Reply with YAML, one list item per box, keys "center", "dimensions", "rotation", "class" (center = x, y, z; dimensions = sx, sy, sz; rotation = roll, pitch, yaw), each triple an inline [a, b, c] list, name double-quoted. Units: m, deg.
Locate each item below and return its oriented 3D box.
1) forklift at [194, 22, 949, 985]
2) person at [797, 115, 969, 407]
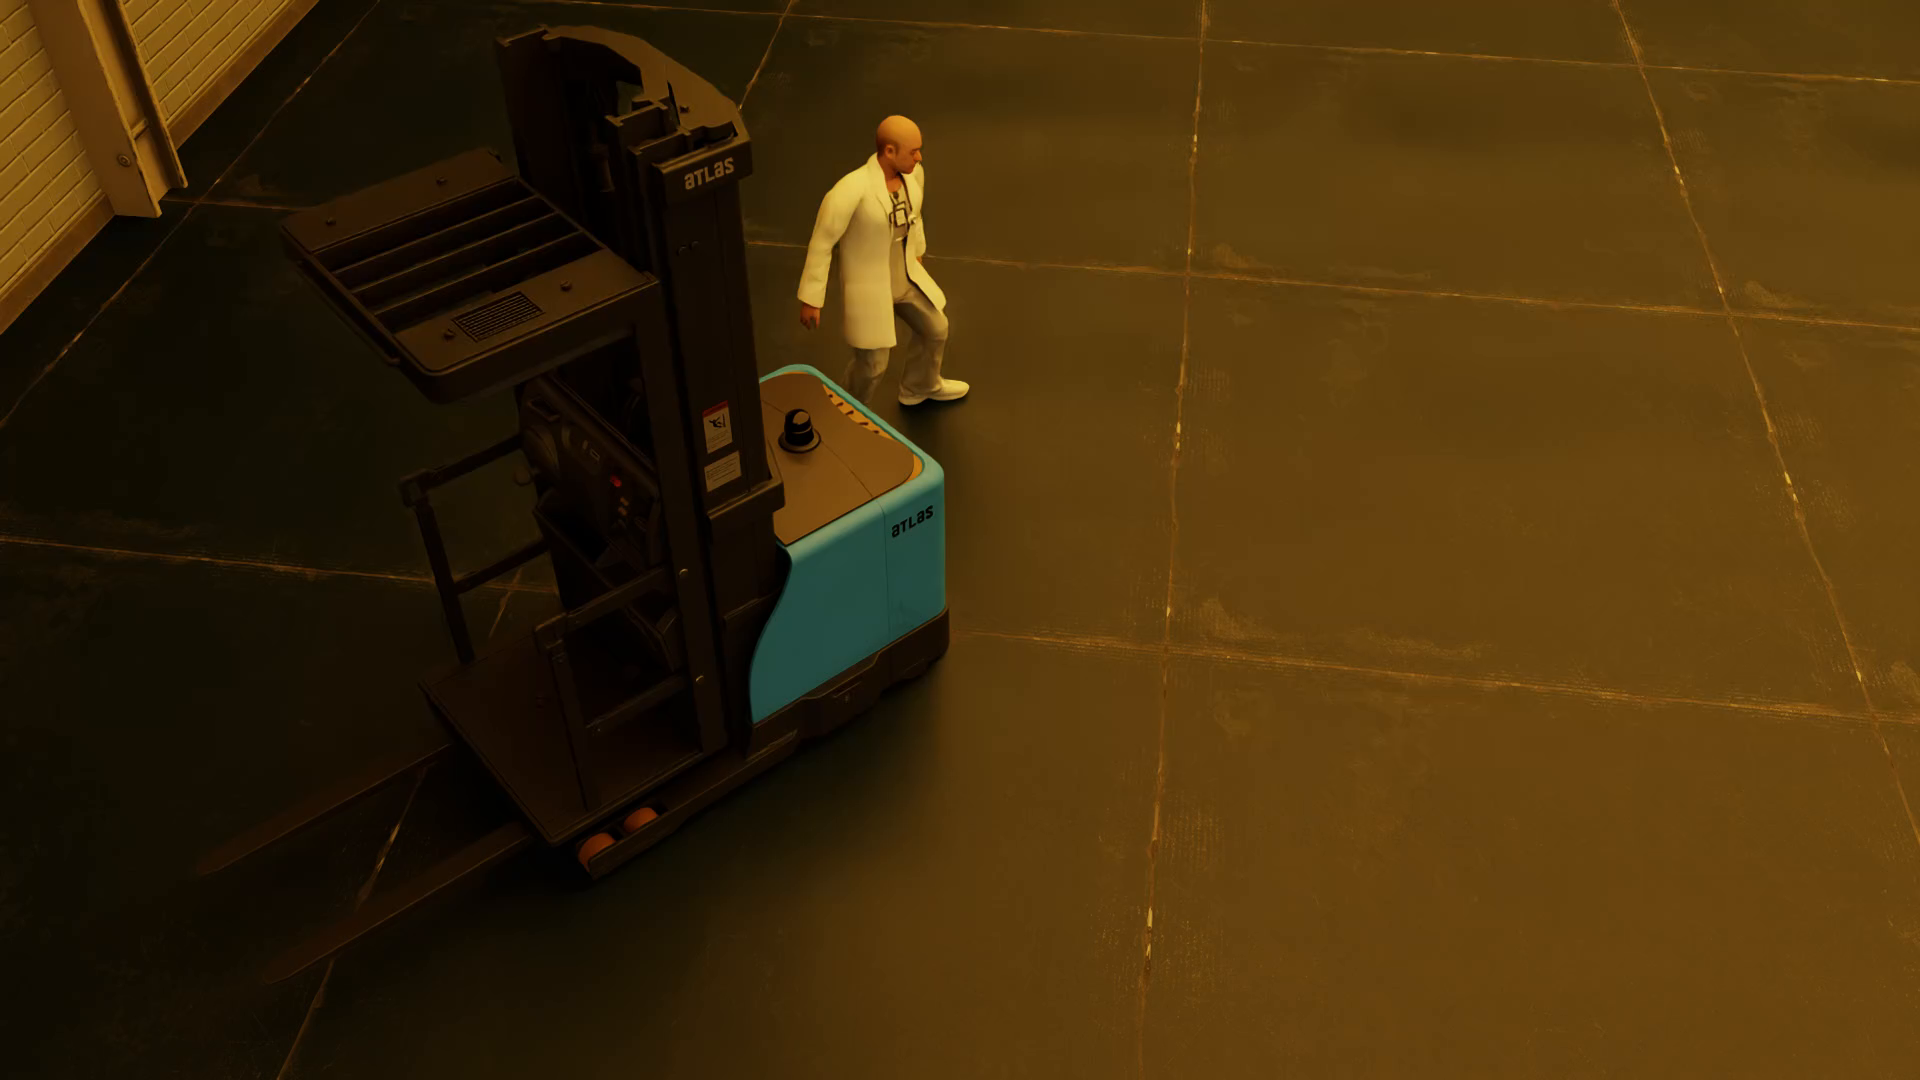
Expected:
- center: [-1.499, -0.181, 5.921]
  dimensions: [3.031, 2.935, 1.130]
  rotation: [-30, 50, -28]
  class: "forklift"
- center: [-0.377, -1.246, 7.986]
  dimensions: [0.483, 1.749, 0.924]
  rotation: [33, 52, 31]
  class: "person"
